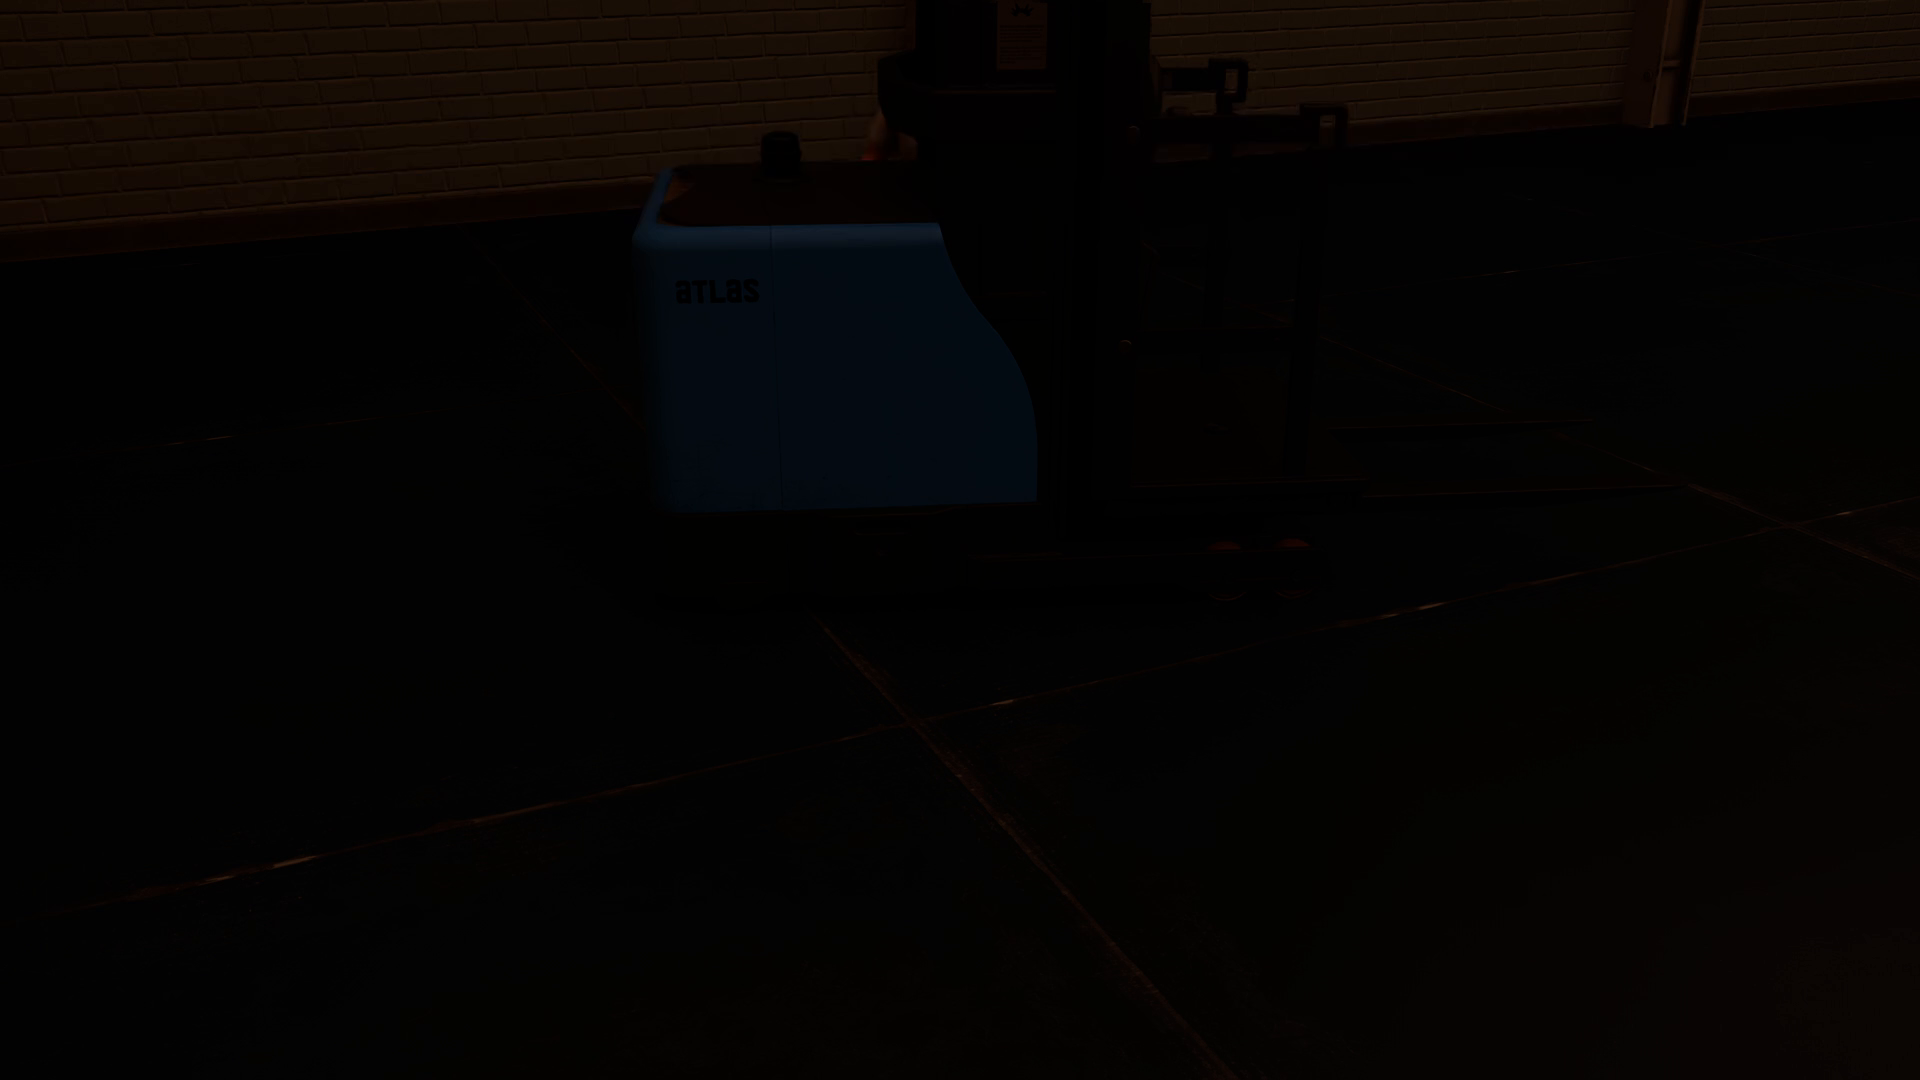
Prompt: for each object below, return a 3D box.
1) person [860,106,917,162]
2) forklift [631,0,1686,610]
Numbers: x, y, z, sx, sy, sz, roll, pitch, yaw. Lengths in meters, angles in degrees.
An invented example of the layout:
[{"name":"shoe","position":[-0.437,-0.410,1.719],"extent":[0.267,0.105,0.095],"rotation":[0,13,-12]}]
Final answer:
[{"name":"person","position":[-0.022,-1.016,5.605],"extent":[0.870,1.552,0.702],"rotation":[4,23,10]},{"name":"forklift","position":[0.612,-1.382,4.612],"extent":[3.031,2.935,1.130],"rotation":[-2,23,-5]}]
